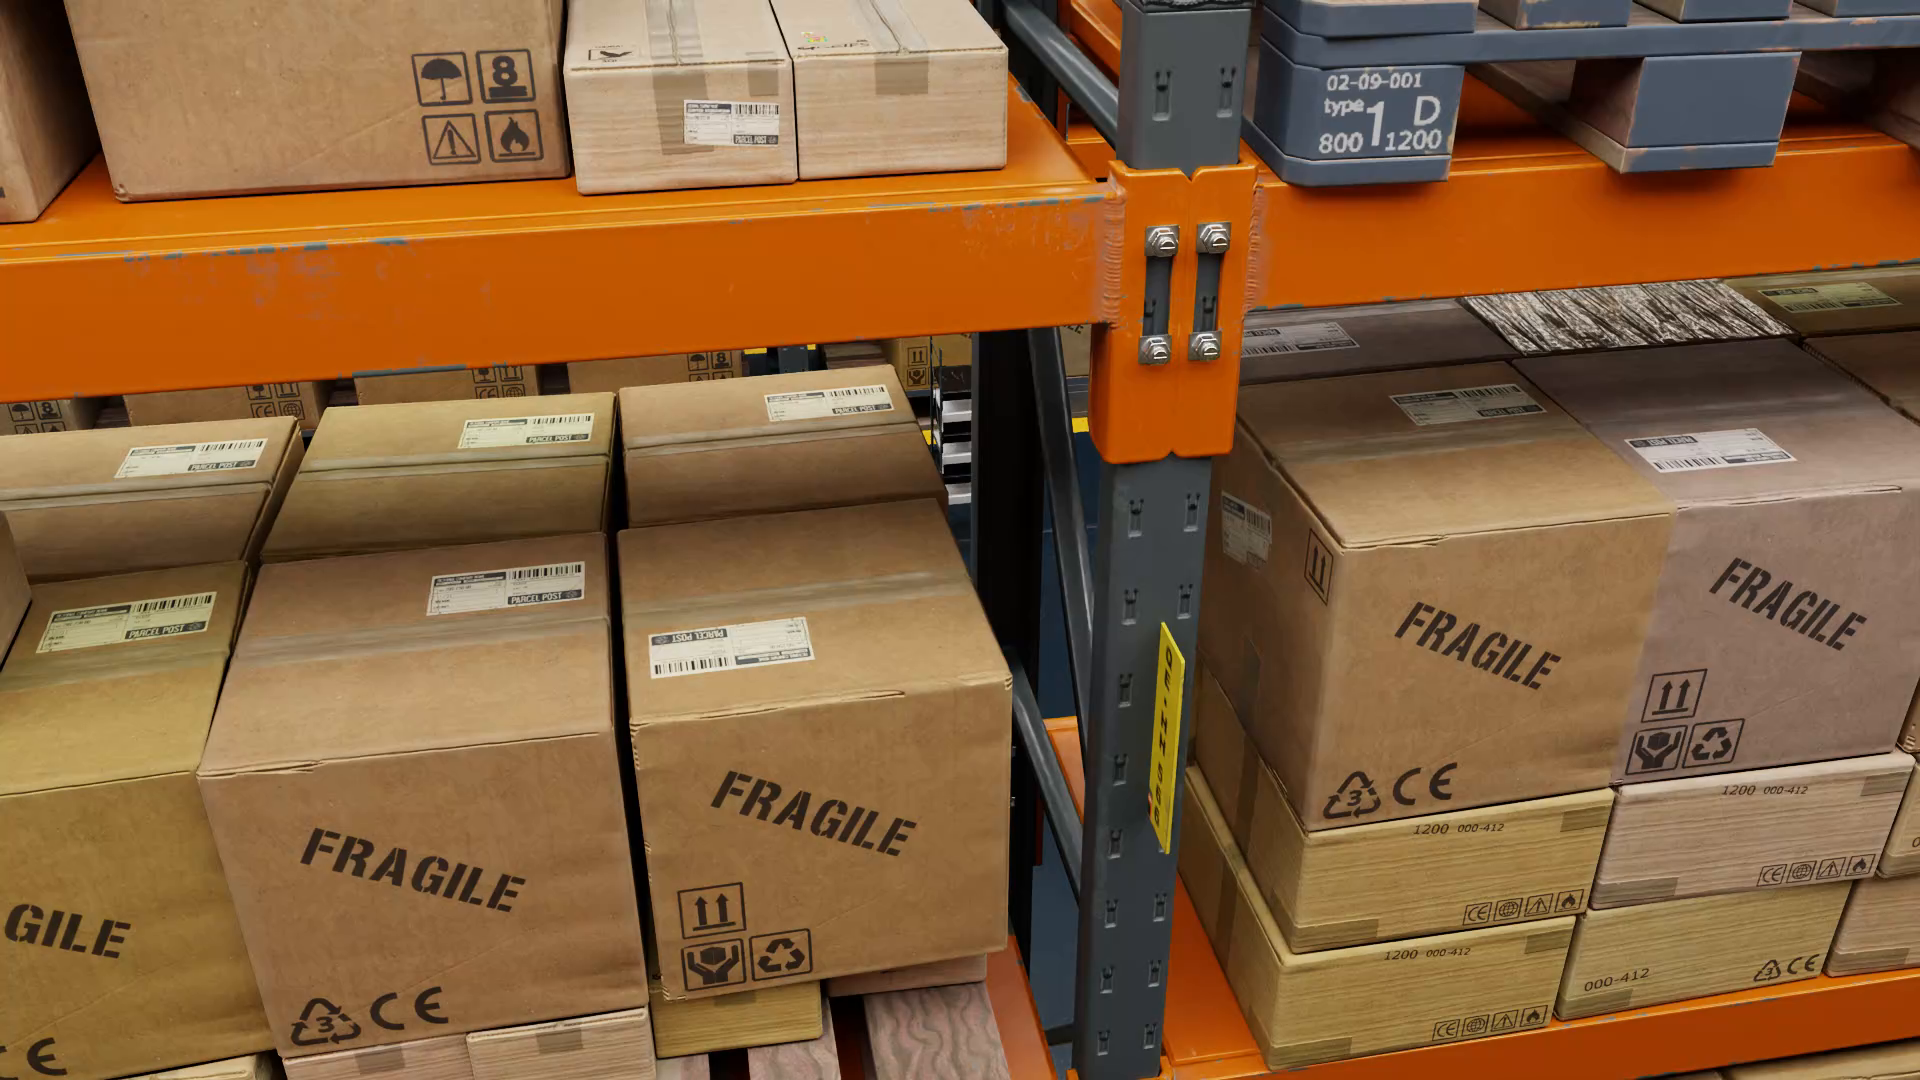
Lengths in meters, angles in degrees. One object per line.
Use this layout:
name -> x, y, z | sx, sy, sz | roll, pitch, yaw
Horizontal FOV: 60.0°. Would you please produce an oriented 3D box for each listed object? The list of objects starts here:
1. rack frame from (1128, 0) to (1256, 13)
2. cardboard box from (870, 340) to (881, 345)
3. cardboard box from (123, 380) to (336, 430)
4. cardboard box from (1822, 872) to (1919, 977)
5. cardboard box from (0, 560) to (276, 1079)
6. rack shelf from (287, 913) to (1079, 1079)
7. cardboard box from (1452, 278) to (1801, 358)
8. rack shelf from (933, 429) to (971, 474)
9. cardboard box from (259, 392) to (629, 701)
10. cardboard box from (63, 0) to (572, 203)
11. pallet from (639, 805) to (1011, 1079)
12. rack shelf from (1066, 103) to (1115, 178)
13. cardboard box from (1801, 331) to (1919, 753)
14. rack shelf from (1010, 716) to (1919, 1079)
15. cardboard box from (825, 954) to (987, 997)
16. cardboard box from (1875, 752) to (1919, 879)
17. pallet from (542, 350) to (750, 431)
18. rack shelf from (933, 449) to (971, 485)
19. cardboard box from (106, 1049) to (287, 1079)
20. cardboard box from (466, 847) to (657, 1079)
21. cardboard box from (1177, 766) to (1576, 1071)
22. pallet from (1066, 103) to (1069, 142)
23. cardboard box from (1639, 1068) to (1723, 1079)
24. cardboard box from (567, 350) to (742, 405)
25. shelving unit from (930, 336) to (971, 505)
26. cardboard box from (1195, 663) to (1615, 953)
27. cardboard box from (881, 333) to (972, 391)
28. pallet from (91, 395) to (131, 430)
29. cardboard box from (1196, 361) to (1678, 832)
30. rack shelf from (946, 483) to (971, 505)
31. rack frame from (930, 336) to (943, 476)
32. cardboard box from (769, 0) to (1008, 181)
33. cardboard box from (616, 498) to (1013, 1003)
rack frame -> 0.171, -2.119, 1.475 | 0.127, 3.000, 1.000 | -5, 31, -9
cardboard box -> -0.219, -1.285, 8.028 | 0.500, 0.500, 0.500 | -5, 31, -9
cardboard box -> -3.210, -1.025, 7.339 | 0.750, 0.750, 1.050 | -5, 31, -9
cardboard box -> 1.717, 0.512, 3.068 | 0.500, 0.250, 0.500 | -4, 31, -7
cardboard box -> -1.229, 0.394, 2.313 | 0.500, 0.500, 0.500 | -7, 31, -12
rack shelf -> -1.796, 0.960, 2.868 | 4.000, 0.370, 1.077 | -5, 31, -9
cardboard box -> 1.136, -0.235, 3.106 | 0.500, 0.500, 0.500 | -5, 31, -8
rack shelf -> 0.008, -0.360, 6.540 | 0.200, 0.077, 0.258 | -5, 31, -9
cardboard box -> -0.824, 0.092, 2.828 | 0.500, 0.500, 0.500 | -4, 31, -6
cardboard box -> -0.763, -0.787, 2.071 | 0.500, 0.500, 0.700 | -5, 31, -9
pallet -> -0.510, 0.668, 2.843 | 1.003, 0.211, 1.213 | -5, 31, -9
rack shelf -> 1.148, -1.864, 7.670 | 4.000, 0.370, 1.077 | -5, 31, -9
cardboard box -> 1.698, -0.019, 2.739 | 0.500, 0.500, 0.500 | -4, 31, -8
rack shelf -> 2.139, 0.595, 3.489 | 4.000, 0.370, 1.077 | -5, 31, -9
cardboard box -> -0.109, 0.542, 2.703 | 0.250, 0.149, 0.380 | -4, 31, -7
cardboard box -> 1.715, 0.307, 2.923 | 0.500, 0.250, 0.500 | -5, 31, -9
pallet -> -1.609, -0.755, 7.826 | 1.213, 0.211, 1.003 | -5, 31, -9
rack shelf -> 0.008, -0.282, 6.586 | 0.200, 0.077, 0.258 | -5, 31, -9
cardboard box -> -1.116, 0.699, 2.436 | 0.250, 0.149, 0.380 | -5, 31, -8
cardboard box -> -0.599, 0.648, 2.523 | 0.250, 0.149, 0.380 | -6, 31, -9
cardboard box -> 0.698, 0.613, 2.897 | 0.500, 0.250, 0.500 | -6, 31, -10
pallet -> -0.138, -2.027, 7.427 | 1.003, 0.211, 1.213 | -5, 31, -9
cardboard box -> 0.866, 1.181, 3.465 | 0.875, 0.875, 0.875 | -6, 31, -9
cardboard box -> -1.435, -1.192, 7.623 | 0.750, 0.750, 1.050 | -6, 31, -10
shelving unit -> 0.008, -0.389, 6.523 | 0.210, 0.900, 0.258 | -5, 31, -9
cardboard box -> 0.714, 0.393, 2.776 | 0.500, 0.250, 0.500 | -6, 31, -9
cardboard box -> -0.078, -1.032, 7.598 | 0.500, 0.500, 0.500 | -7, 31, -11
pallet -> -4.009, -0.532, 7.447 | 1.213, 0.211, 1.003 | -5, 31, -9
cardboard box -> 0.701, 0.070, 2.586 | 0.500, 0.500, 0.500 | -6, 31, -11
rack shelf -> 0.008, -0.205, 6.631 | 0.200, 0.077, 0.258 | -5, 31, -9
rack frame -> -0.092, -0.379, 6.507 | 0.006, 0.900, 0.240 | -5, 31, -9
cardboard box -> -0.101, -0.584, 2.072 | 0.250, 0.149, 0.380 | -5, 31, -9
cardboard box -> -0.226, 0.295, 2.482 | 0.500, 0.500, 0.500 | -6, 31, -10
